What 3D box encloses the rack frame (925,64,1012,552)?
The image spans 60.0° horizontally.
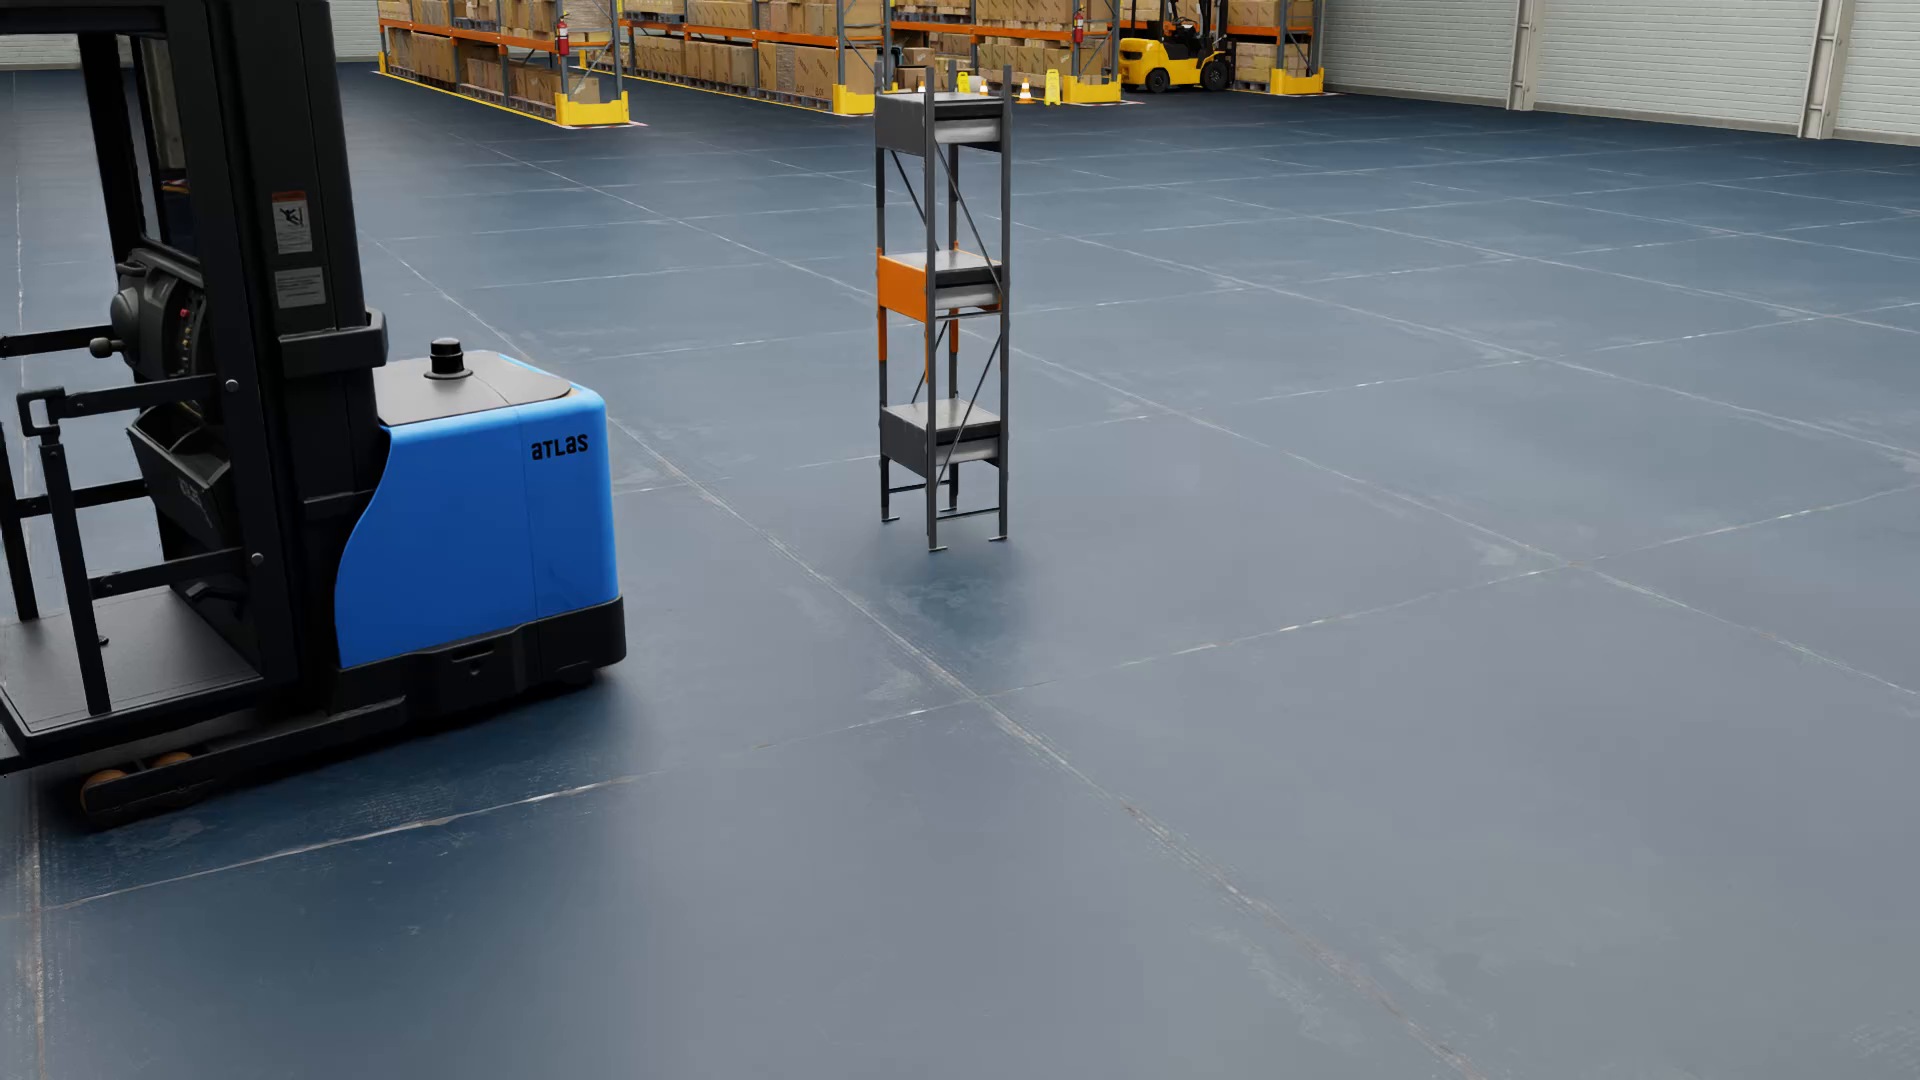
[{"bbox_3d":[0.037,-0.970,7.224,0.400,2.100,0.015,-10,21,-27],"label":"rack frame"}]

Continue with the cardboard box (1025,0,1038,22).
[{"bbox_3d":[1.634,-10.521,32.912,0.500,0.500,0.500,-10,21,-27],"label":"cardboard box"}]

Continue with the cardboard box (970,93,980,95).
[{"bbox_3d":[0.203,-8.646,32.461,0.380,0.149,0.250,1,19,2],"label":"cardboard box"}]

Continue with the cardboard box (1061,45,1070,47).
[{"bbox_3d":[1.968,-9.760,33.739,0.500,0.500,0.500,-10,21,-26],"label":"cardboard box"}]

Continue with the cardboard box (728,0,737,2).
[{"bbox_3d":[-4.332,-11.237,33.913,0.700,0.500,0.500,-10,21,-26],"label":"cardboard box"}]

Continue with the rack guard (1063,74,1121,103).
[{"bbox_3d":[2.566,-8.771,32.284,1.175,0.500,0.348,-10,21,-27],"label":"rack guard"}]

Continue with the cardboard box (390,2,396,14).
[{"bbox_3d":[-12.986,-12.437,38.850,0.500,0.250,0.500,-10,22,-28],"label":"cardboard box"}]

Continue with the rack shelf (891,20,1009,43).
[{"bbox_3d":[-0.247,-11.313,36.922,1.077,0.370,4.000,-10,21,-27],"label":"rack shelf"}]

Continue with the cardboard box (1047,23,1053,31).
[{"bbox_3d":[1.916,-10.019,32.453,0.380,0.149,0.250,-10,22,-28],"label":"cardboard box"}]

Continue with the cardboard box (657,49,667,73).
[{"bbox_3d":[-6.556,-10.896,37.798,0.500,0.500,0.500,-11,22,-29],"label":"cardboard box"}]

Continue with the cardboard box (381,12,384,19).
[{"bbox_3d":[-13.715,-12.644,40.060,0.380,0.149,0.250,-10,22,-27],"label":"cardboard box"}]

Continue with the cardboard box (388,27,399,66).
[{"bbox_3d":[-13.342,-12.012,40.457,0.875,0.875,0.875,-10,21,-27],"label":"cardboard box"}]

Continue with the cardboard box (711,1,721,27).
[{"bbox_3d":[-4.812,-10.875,34.394,0.500,0.500,0.500,-10,22,-27],"label":"cardboard box"}]

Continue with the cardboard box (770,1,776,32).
[{"bbox_3d":[-3.139,-10.096,32.061,0.875,0.550,0.550,-10,21,-27],"label":"cardboard box"}]

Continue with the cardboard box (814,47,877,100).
[{"bbox_3d":[-2.086,-8.514,30.319,0.875,0.875,0.875,-10,21,-26],"label":"cardboard box"}]

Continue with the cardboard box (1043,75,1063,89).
[{"bbox_3d":[1.970,-9.027,32.765,0.500,0.250,0.500,-10,21,-27],"label":"cardboard box"}]

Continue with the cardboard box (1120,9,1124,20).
[{"bbox_3d":[3.896,-12.320,38.967,0.500,0.250,0.500,-9,21,-25],"label":"cardboard box"}]

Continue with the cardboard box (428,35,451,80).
[{"bbox_3d":[-10.644,-10.345,35.626,1.225,0.875,0.875,-10,21,-26],"label":"cardboard box"}]

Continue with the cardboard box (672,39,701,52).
[{"bbox_3d":[-6.060,-10.959,36.830,0.500,0.250,0.500,-11,22,-28],"label":"cardboard box"}]

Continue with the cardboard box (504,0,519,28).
[{"bbox_3d":[-7.653,-9.444,29.793,0.875,0.500,0.500,-10,21,-27],"label":"cardboard box"}]

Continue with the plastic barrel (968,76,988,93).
[{"bbox_3d":[0.289,-9.072,33.272,0.512,0.421,0.421,4,19,11],"label":"plastic barrel"}]

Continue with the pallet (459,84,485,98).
[{"bbox_3d":[-9.548,-9.150,33.824,1.003,0.211,1.213,-10,21,-27],"label":"pallet"}]

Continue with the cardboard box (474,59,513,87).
[{"bbox_3d":[-9.307,-9.372,33.352,0.700,0.500,0.500,-12,22,-31],"label":"cardboard box"}]

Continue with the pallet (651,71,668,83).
[{"bbox_3d":[-6.450,-10.688,38.282,1.003,0.211,1.213,-10,21,-27],"label":"pallet"}]

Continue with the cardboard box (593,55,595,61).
[{"bbox_3d":[-9.140,-12.317,42.454,0.380,0.149,0.250,-10,21,-27],"label":"cardboard box"}]

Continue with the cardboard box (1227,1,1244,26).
[{"bbox_3d":[6.022,-11.146,35.181,0.500,0.500,0.500,-10,22,-28],"label":"cardboard box"}]

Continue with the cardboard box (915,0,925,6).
[{"bbox_3d":[-0.675,-12.149,36.988,0.500,0.500,0.500,-10,21,-26],"label":"cardboard box"}]

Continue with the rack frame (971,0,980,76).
[{"bbox_3d":[0.703,-11.079,35.141,1.000,3.000,0.127,-10,21,-27],"label":"rack frame"}]

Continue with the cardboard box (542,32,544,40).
[{"bbox_3d":[-6.906,-8.615,28.384,0.380,0.149,0.250,-10,21,-27],"label":"cardboard box"}]

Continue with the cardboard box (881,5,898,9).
[{"bbox_3d":[-1.650,-12.493,38.700,0.500,0.250,0.500,-10,21,-27],"label":"cardboard box"}]

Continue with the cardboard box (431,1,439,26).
[{"bbox_3d":[-10.851,-11.136,35.151,0.500,0.500,0.500,-11,22,-28],"label":"cardboard box"}]

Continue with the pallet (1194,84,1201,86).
[{"bbox_3d":[5.410,-10.296,37.146,1.003,0.211,1.213,-10,21,-27],"label":"pallet"}]

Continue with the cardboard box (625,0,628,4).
[{"bbox_3d":[-7.622,-12.616,38.880,0.380,0.149,0.250,-10,21,-26],"label":"cardboard box"}]

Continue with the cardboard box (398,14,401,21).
[{"bbox_3d":[-12.739,-12.054,38.351,0.380,0.149,0.250,-10,21,-26],"label":"cardboard box"}]

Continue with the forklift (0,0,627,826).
[{"bbox_3d":[-2.700,-0.704,5.179,3.031,2.935,1.130,-15,24,-37],"label":"forklift"}]

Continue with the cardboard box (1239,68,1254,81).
[{"bbox_3d":[6.240,-9.830,35.091,0.500,0.250,0.500,-10,21,-27],"label":"cardboard box"}]

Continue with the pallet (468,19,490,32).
[{"bbox_3d":[-8.942,-10.040,32.423,1.003,0.211,1.213,-10,21,-27],"label":"pallet"}]

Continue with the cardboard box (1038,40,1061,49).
[{"bbox_3d":[1.759,-9.775,32.789,0.380,0.149,0.250,-9,21,-25],"label":"cardboard box"}]

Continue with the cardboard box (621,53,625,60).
[{"bbox_3d":[-7.973,-11.688,40.177,0.380,0.149,0.250,-11,22,-29],"label":"cardboard box"}]

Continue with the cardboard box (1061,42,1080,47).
[{"bbox_3d":[2.780,-12.102,41.294,0.500,0.500,0.500,-9,21,-25],"label":"cardboard box"}]

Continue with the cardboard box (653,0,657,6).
[{"bbox_3d":[-6.630,-12.019,37.148,0.380,0.149,0.250,-10,21,-27],"label":"cardboard box"}]

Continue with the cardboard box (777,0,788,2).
[{"bbox_3d":[-2.961,-10.437,31.395,0.875,0.550,0.550,-10,21,-27],"label":"cardboard box"}]

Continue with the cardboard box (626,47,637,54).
[{"bbox_3d":[-7.802,-11.774,39.969,0.380,0.149,0.250,-9,21,-25],"label":"cardboard box"}]

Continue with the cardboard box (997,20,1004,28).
[{"bbox_3d":[0.976,-10.608,34.160,0.380,0.149,0.250,-9,21,-25],"label":"cardboard box"}]

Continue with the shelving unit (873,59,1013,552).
[{"bbox_3d":[-0.079,-1.040,7.427,0.431,2.100,0.503,-10,21,-27],"label":"shelving unit"}]

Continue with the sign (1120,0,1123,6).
[{"bbox_3d":[3.080,-10.424,31.915,0.100,0.325,0.005,-10,21,-27],"label":"sign"}]

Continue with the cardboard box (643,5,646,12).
[{"bbox_3d":[-6.997,-12.101,37.844,0.380,0.149,0.250,-10,22,-28],"label":"cardboard box"}]

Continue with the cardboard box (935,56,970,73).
[{"bbox_3d":[-0.224,-10.591,37.110,0.950,0.372,0.625,-9,21,-25],"label":"cardboard box"}]

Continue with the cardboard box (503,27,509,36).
[{"bbox_3d":[-8.074,-9.243,30.205,0.380,0.149,0.250,-10,21,-27],"label":"cardboard box"}]

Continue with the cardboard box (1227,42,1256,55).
[{"bbox_3d":[5.980,-10.445,35.342,0.500,0.250,0.500,-10,21,-26],"label":"cardboard box"}]

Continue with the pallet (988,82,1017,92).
[{"bbox_3d":[1.053,-9.574,35.053,1.003,0.211,1.213,-10,21,-27],"label":"pallet"}]

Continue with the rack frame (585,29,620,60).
[{"bbox_3d":[-9.304,-13.728,42.818,1.000,3.000,0.127,-10,21,-27],"label":"rack frame"}]
